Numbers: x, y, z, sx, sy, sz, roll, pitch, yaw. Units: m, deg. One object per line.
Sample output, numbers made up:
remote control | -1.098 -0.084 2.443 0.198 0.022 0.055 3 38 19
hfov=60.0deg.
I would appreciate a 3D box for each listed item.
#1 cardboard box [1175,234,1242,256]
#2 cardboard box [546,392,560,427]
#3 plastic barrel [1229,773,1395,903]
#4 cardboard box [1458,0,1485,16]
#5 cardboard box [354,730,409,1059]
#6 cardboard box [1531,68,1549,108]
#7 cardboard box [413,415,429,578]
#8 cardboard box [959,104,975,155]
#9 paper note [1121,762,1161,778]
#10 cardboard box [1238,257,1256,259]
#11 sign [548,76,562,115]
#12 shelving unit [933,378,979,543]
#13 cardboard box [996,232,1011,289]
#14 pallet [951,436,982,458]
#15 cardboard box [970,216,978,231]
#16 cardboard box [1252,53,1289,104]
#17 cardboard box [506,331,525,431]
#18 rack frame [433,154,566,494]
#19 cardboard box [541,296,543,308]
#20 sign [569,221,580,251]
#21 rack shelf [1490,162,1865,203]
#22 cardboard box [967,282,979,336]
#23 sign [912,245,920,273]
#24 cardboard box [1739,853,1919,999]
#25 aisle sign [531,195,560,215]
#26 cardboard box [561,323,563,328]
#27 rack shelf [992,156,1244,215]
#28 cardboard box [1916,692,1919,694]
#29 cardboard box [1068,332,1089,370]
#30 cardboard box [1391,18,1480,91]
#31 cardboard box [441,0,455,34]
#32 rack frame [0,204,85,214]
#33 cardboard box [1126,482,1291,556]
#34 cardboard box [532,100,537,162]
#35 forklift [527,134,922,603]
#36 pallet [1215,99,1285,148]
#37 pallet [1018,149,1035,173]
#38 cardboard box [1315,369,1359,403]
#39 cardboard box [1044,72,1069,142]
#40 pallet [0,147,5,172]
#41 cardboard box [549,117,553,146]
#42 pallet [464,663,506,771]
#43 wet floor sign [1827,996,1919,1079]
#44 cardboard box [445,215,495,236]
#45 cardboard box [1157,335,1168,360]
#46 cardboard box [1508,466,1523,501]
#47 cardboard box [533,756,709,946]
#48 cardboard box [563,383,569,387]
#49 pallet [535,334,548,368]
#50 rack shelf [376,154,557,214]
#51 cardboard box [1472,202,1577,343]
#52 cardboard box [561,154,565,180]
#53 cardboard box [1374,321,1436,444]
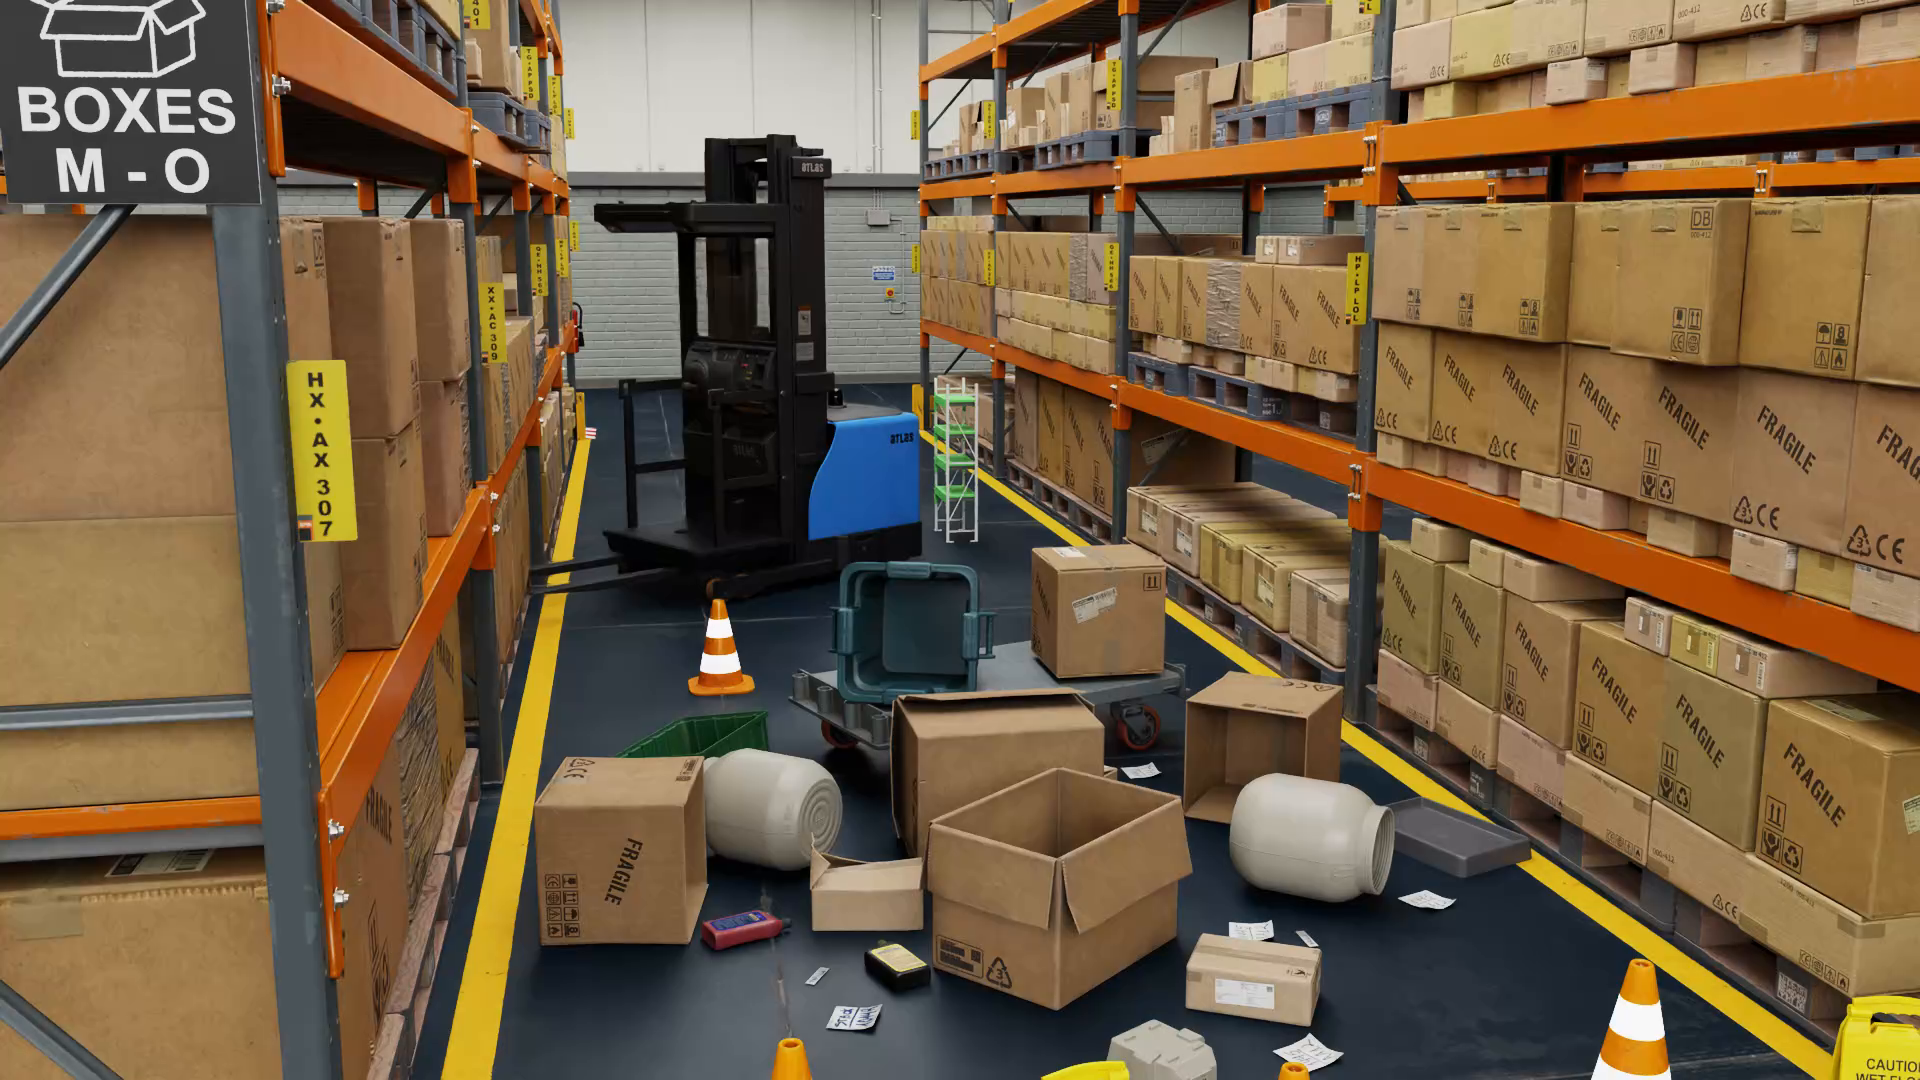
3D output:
cardboard box | 1.735 -1.981 12.138 0.500 0.500 0.500 -2 11 -13
cardboard box | -3.629 -1.095 13.986 0.500 0.250 0.500 -2 11 -13
plastic barrel | 1.261 1.068 5.952 0.512 0.421 0.421 6 12 28
cardboard box | 2.232 -2.184 6.666 0.380 0.149 0.250 -2 11 -13
cardboard box | -2.058 0.879 4.615 0.875 0.875 0.875 -2 11 -12
cardboard box | 2.393 -1.703 6.272 0.380 0.149 0.250 -2 11 -13
cardboard box | -2.063 -0.118 4.894 0.875 0.550 0.500 -2 11 -11
cardboard box | 0.281 -4.211 17.118 0.500 0.500 0.500 -2 11 -10
paper note | 0.799 1.010 7.306 0.148 0.019 0.142 -2 11 -11
cardboard box | 2.064 -1.575 10.762 0.500 0.500 0.500 -2 11 -12
sign | -3.479 -3.818 14.274 0.100 0.325 0.005 -2 11 -11
shelving unit | -0.032 -0.620 12.744 0.258 1.200 0.503 -2 11 -11
cardboard box | 0.617 -2.524 14.992 0.500 0.500 0.500 -2 11 -10
pallet | 0.502 -1.071 17.760 1.003 0.211 1.213 -2 11 -11
cardboard box | 0.307 -3.167 16.638 0.380 0.149 0.250 -2 11 -11
cardboard box | 1.922 -2.502 9.074 0.500 0.250 0.500 -2 11 -10
cardboard box | -2.597 -0.842 8.828 0.500 0.500 0.500 -2 11 -10
rack frame | -4.022 -1.876 14.531 1.000 3.000 0.127 -2 11 -11
cardboard box | -3.751 -2.039 14.141 0.380 0.149 0.250 -2 11 -9
sign | -4.252 -3.350 18.334 0.100 0.325 0.005 -2 11 -11
rack shelf | 6.071 -3.009 14.385 1.077 0.370 4.000 -2 11 -11
cardboard box | 0.367 -2.294 16.457 0.500 0.500 0.500 -2 11 -12
sign | -0.510 -3.253 19.240 0.100 0.325 0.005 -2 11 -11
cardboard box | 2.722 1.128 4.979 0.500 0.250 0.500 -2 11 -11
aisle sign | -4.520 -3.911 18.270 0.394 0.787 0.004 -2 11 -11
cardboard box | -4.060 -2.056 16.149 0.380 0.149 0.250 -2 11 -8
rack shelf | 1.203 -2.828 13.433 1.077 0.370 4.000 -2 11 -11
cardboard box | 3.257 0.740 5.011 0.500 0.500 0.500 -3 11 -13
cardboard box | 1.124 -1.444 12.660 0.500 0.250 0.500 -2 11 -10
cardboard box | 2.187 -2.063 7.094 0.500 0.250 0.500 -2 11 -12
cardboard box | -2.033 -1.913 5.984 0.380 0.149 0.250 -2 11 -10
rack frame | -9.685 -2.448 17.535 1.000 3.000 0.127 -2 11 -11
cardboard box | 1.692 -0.152 11.379 0.950 0.372 0.625 -3 11 -15
cardboard box | -3.199 -2.871 11.468 0.500 0.500 0.500 -2 11 -11
forklift | -1.678 -1.143 10.861 3.031 2.935 1.130 -10 15 -43
pallet | 2.149 -2.296 9.216 1.213 0.211 1.003 -2 11 -11
pallet | 1.040 -3.288 14.437 0.805 0.209 1.217 -3 11 -13
cardboard box | 1.999 -0.775 8.292 0.380 0.149 0.250 -2 11 -10
cardboard box | 0.964 -3.383 13.033 0.500 0.500 0.500 -2 11 -10
pallet | -9.290 -3.518 15.372 1.003 0.211 1.213 -2 11 -11
cardboard box | -3.881 -3.618 14.727 0.500 0.250 0.500 -2 11 -9
pallet | -2.690 0.822 7.812 1.003 0.211 1.213 -2 11 -11
wet floor sign | 2.135 1.357 3.843 0.267 0.644 0.232 2 11 9
cardboard box | -4.379 -2.639 14.801 0.500 0.500 0.500 -3 11 -13
cardboard box | 1.502 -1.253 10.804 0.380 0.149 0.250 -3 11 -15
cardboard box | 2.394 -0.228 6.544 0.380 0.149 0.250 -2 11 -11
cardboard box | -1.158 1.065 5.755 0.500 0.500 0.500 0 11 -1
cardboard box | -4.449 -1.620 18.095 0.380 0.149 0.250 -2 11 -10
pallet | -3.670 -1.410 12.594 1.003 0.211 1.213 -2 11 -11
rack shelf | -3.633 -2.629 12.390 1.077 0.370 4.000 -2 11 -11
cardboard box | 2.391 -1.018 6.283 0.700 0.500 0.500 -2 11 -12
cardboard box | -4.140 -3.654 16.251 0.500 0.250 0.500 -2 11 -8
cardboard box | 2.182 -0.712 7.351 0.500 0.500 0.500 -2 11 -11
